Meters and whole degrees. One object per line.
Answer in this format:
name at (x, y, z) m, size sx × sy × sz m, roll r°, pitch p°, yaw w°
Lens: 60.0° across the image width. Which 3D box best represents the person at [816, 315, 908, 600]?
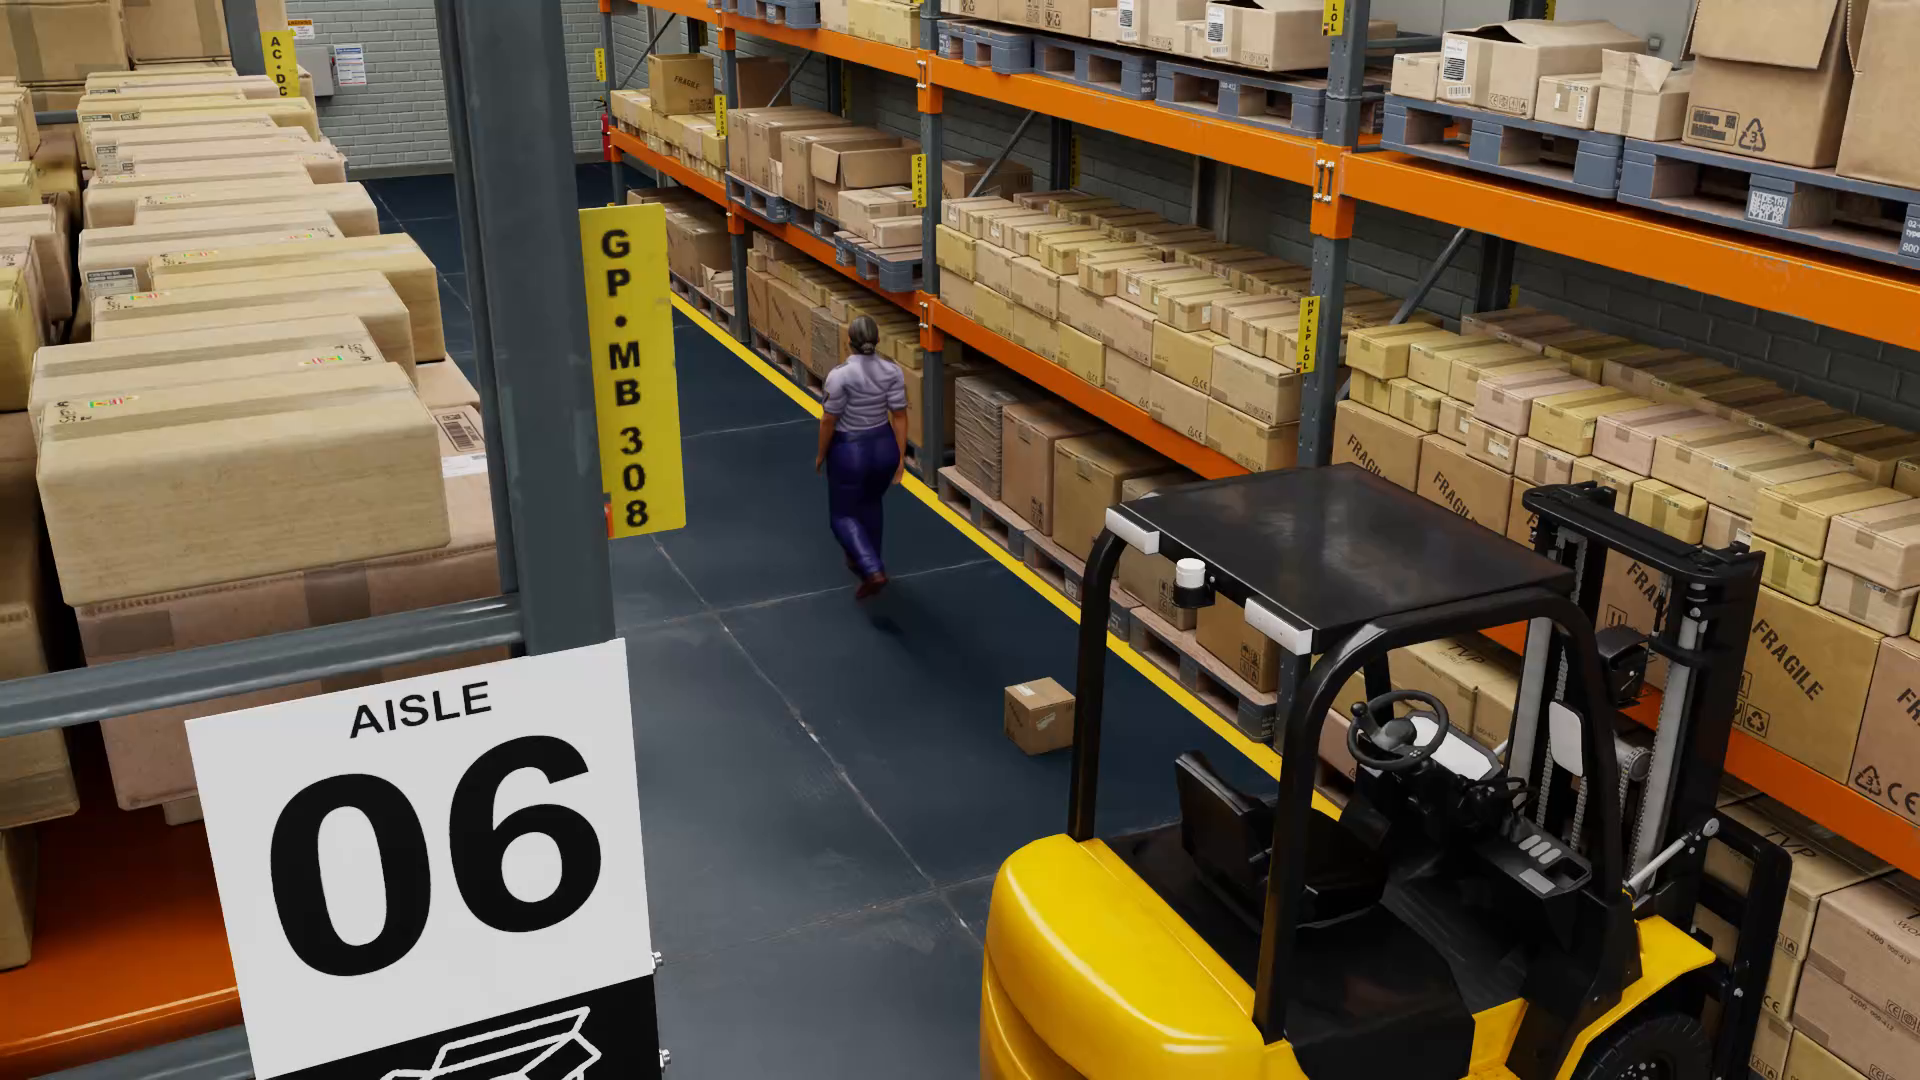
person at (-0.537, -0.467, 9.225) m, size 0.480 × 1.608 × 0.836 m, roll -12°, pitch 25°, yaw -26°
